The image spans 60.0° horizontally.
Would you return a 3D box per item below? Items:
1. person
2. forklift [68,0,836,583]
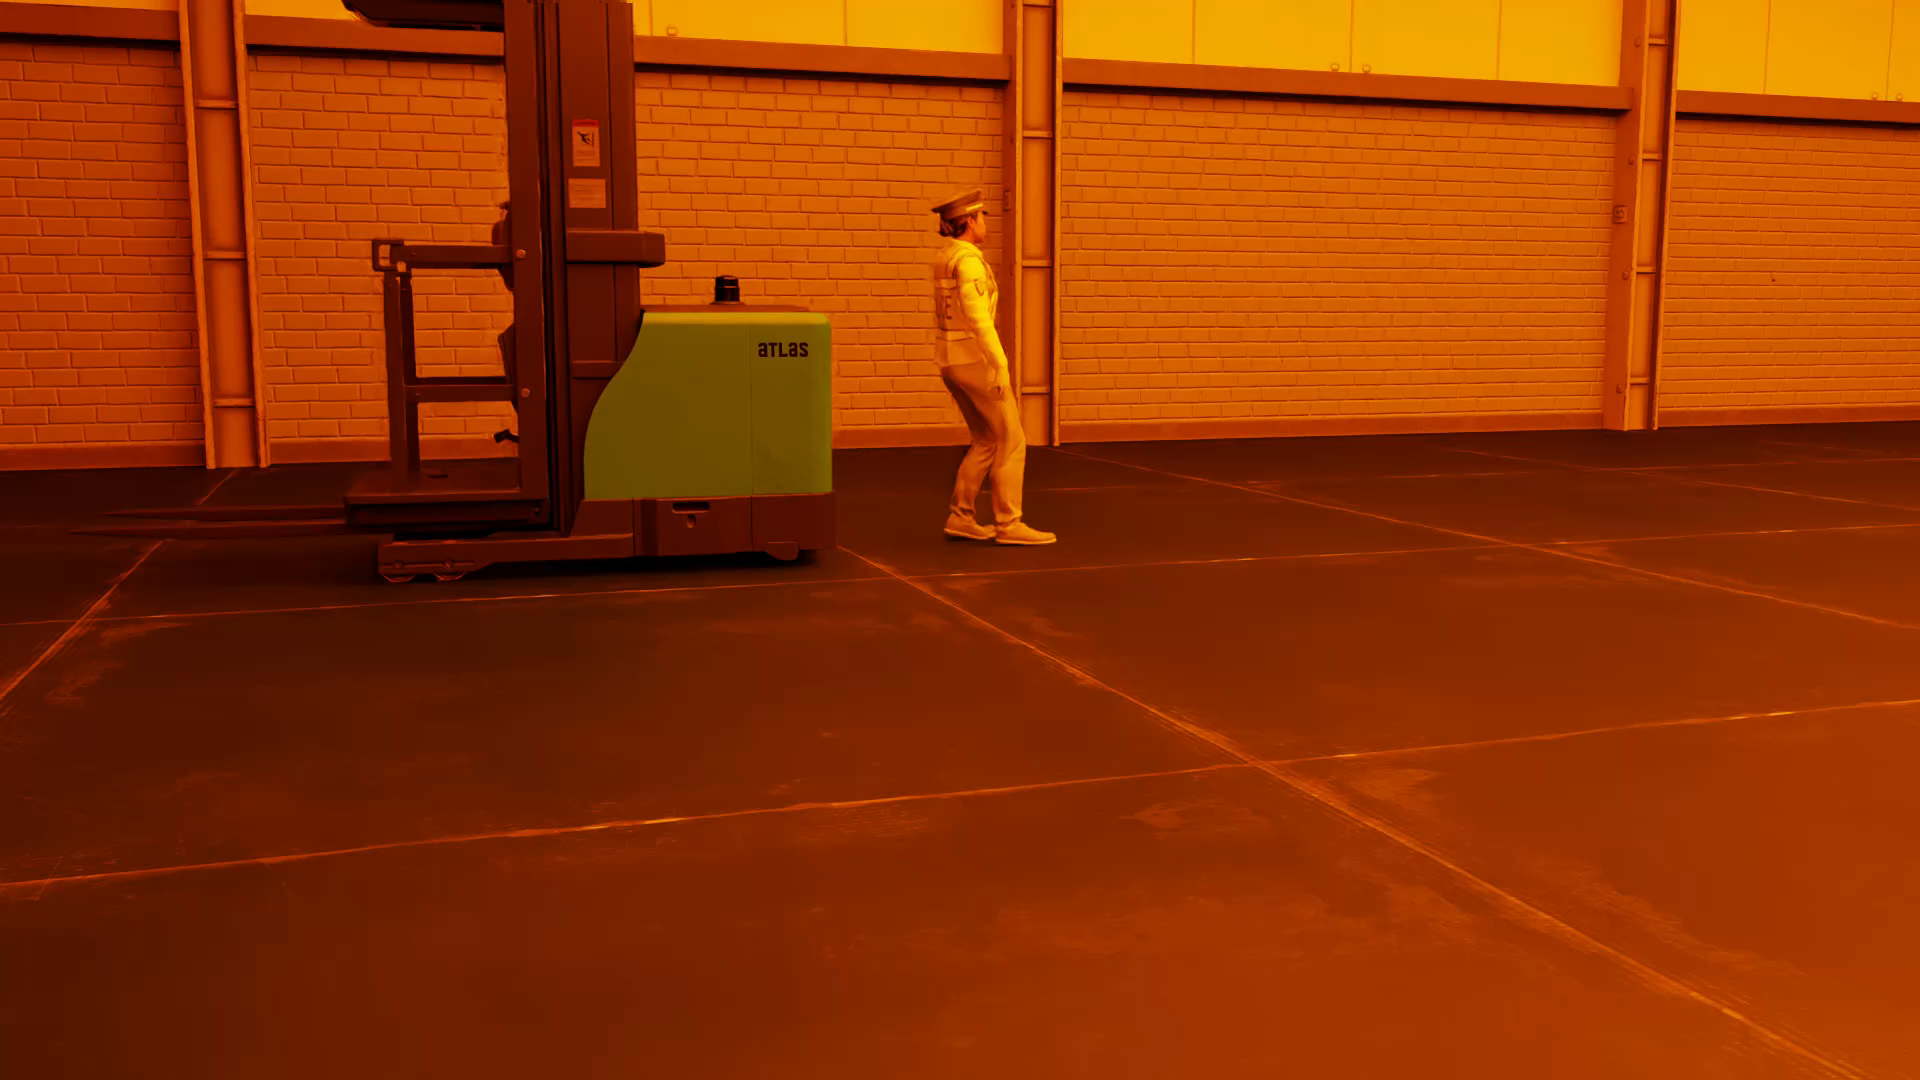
[{"bbox_3d":[0.129,-0.817,7.850,0.527,1.670,0.636,-2,8,-17],"label":"person"},{"bbox_3d":[-2.110,-1.359,7.037,3.031,2.935,1.130,-2,8,-15],"label":"forklift"}]
